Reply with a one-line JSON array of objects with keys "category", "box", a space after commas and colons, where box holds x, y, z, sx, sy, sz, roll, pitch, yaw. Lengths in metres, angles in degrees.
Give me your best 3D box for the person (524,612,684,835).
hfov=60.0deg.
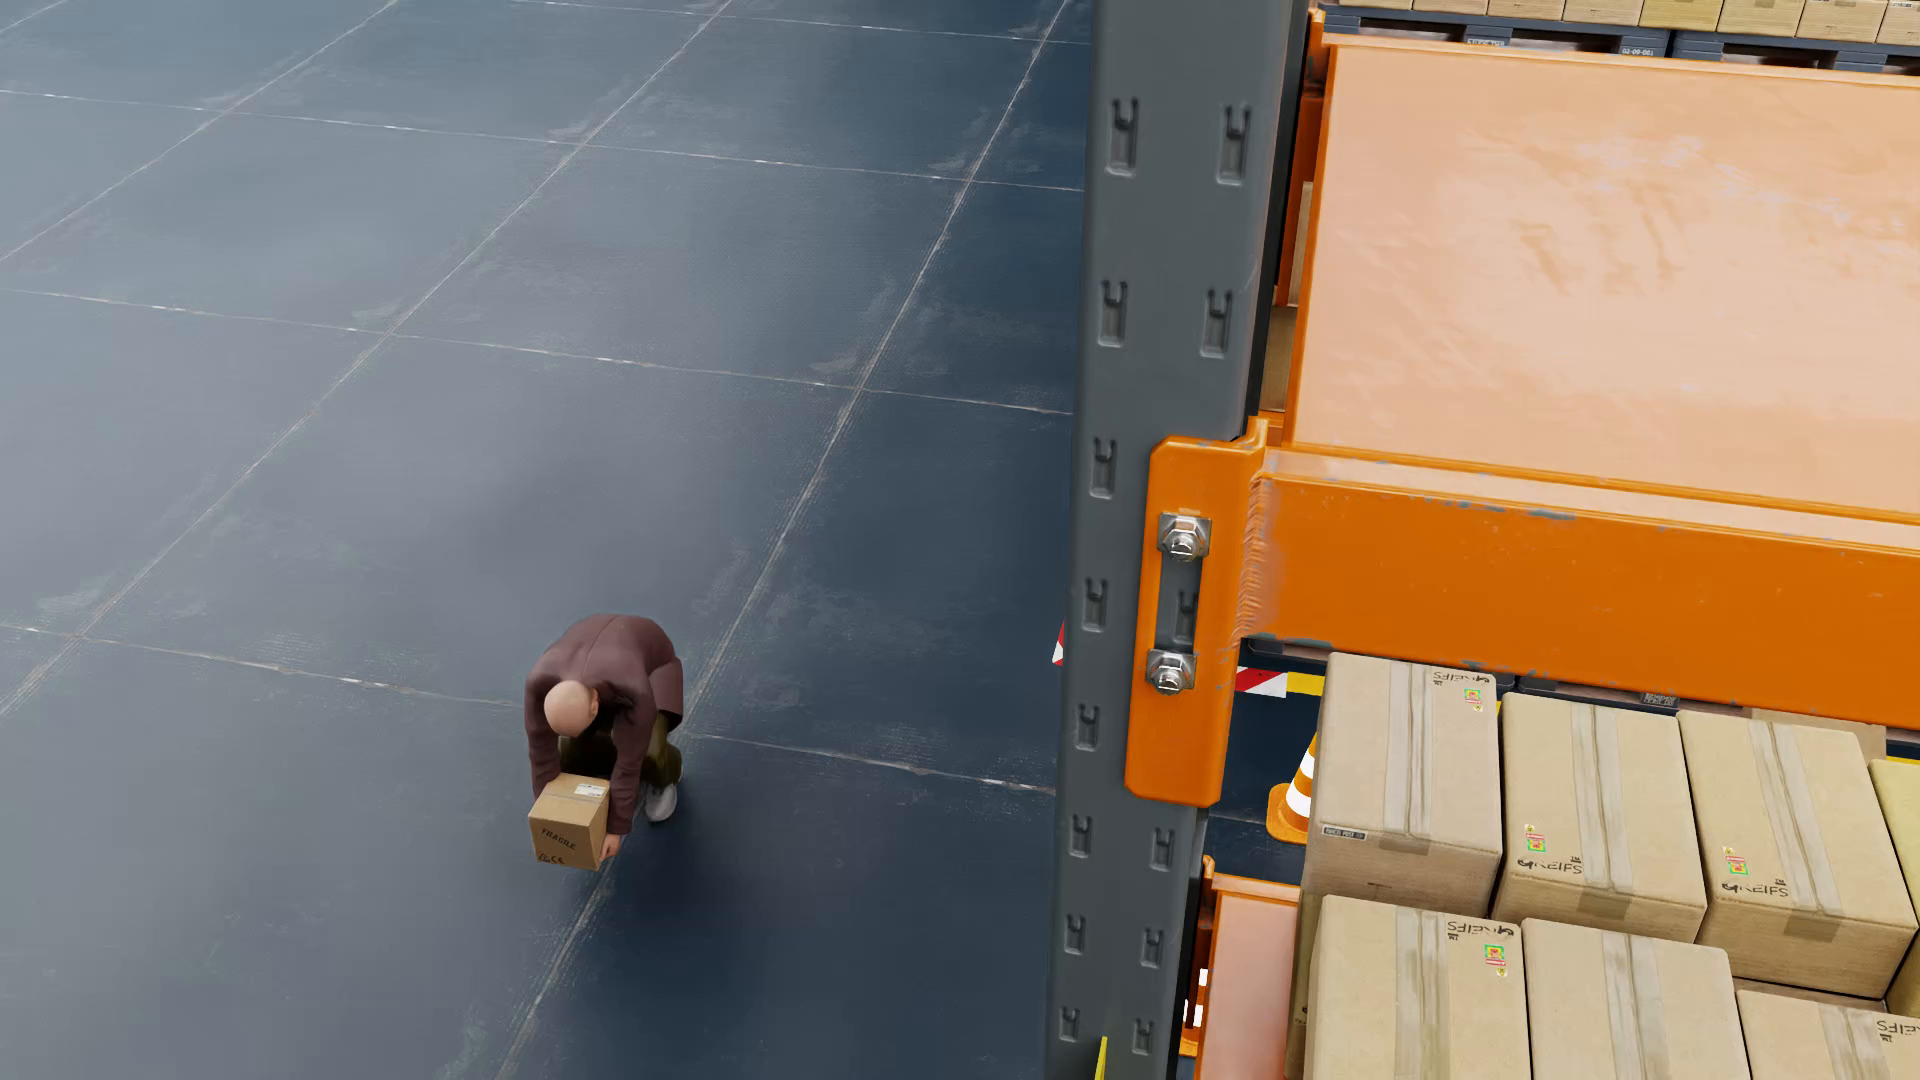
[{"category": "person", "box": [-1.403, 0.734, 6.674, 0.586, 0.953, 0.849, 6, 37, 9]}]
